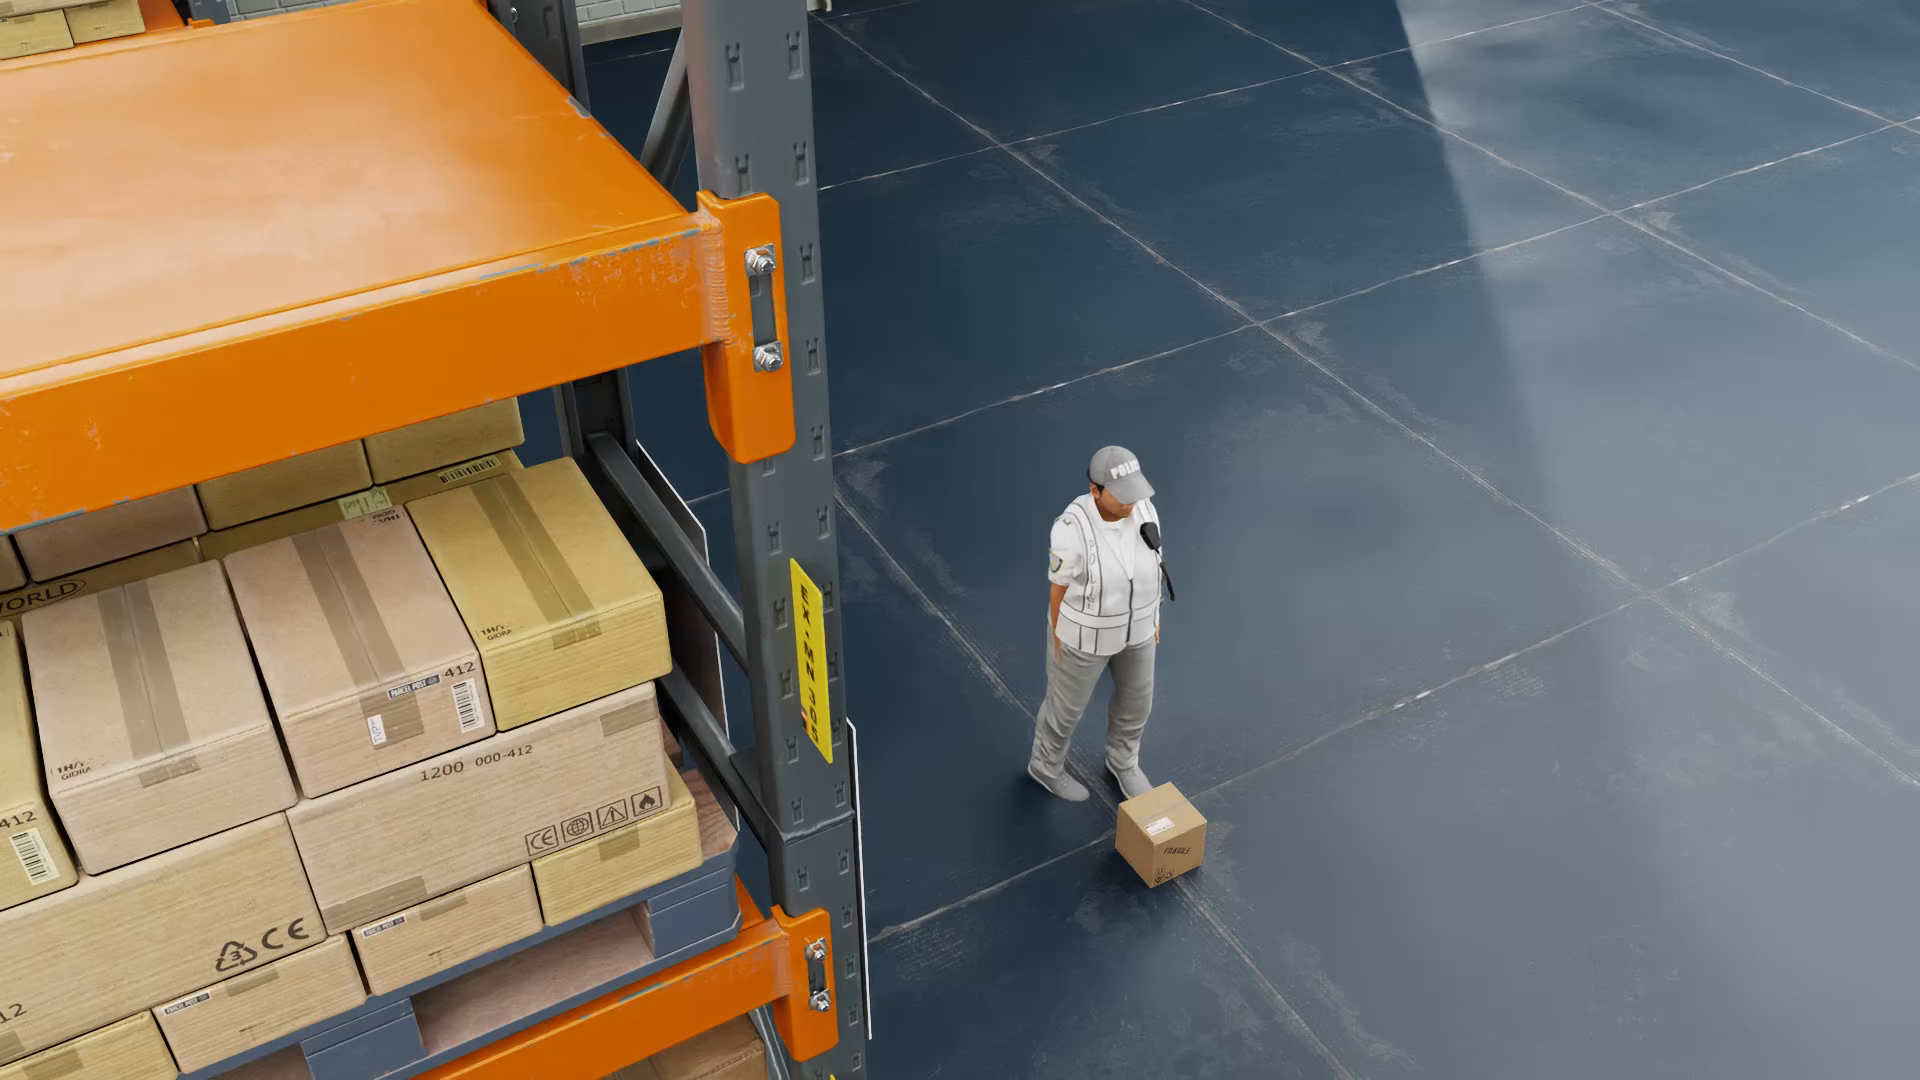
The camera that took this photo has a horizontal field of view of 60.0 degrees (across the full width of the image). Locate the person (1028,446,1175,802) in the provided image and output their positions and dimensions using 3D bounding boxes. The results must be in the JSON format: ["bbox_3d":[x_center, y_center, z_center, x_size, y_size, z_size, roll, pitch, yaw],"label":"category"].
[{"bbox_3d":[0.574,0.364,6.465,0.474,1.688,0.413,-18,41,-22],"label":"person"}]
